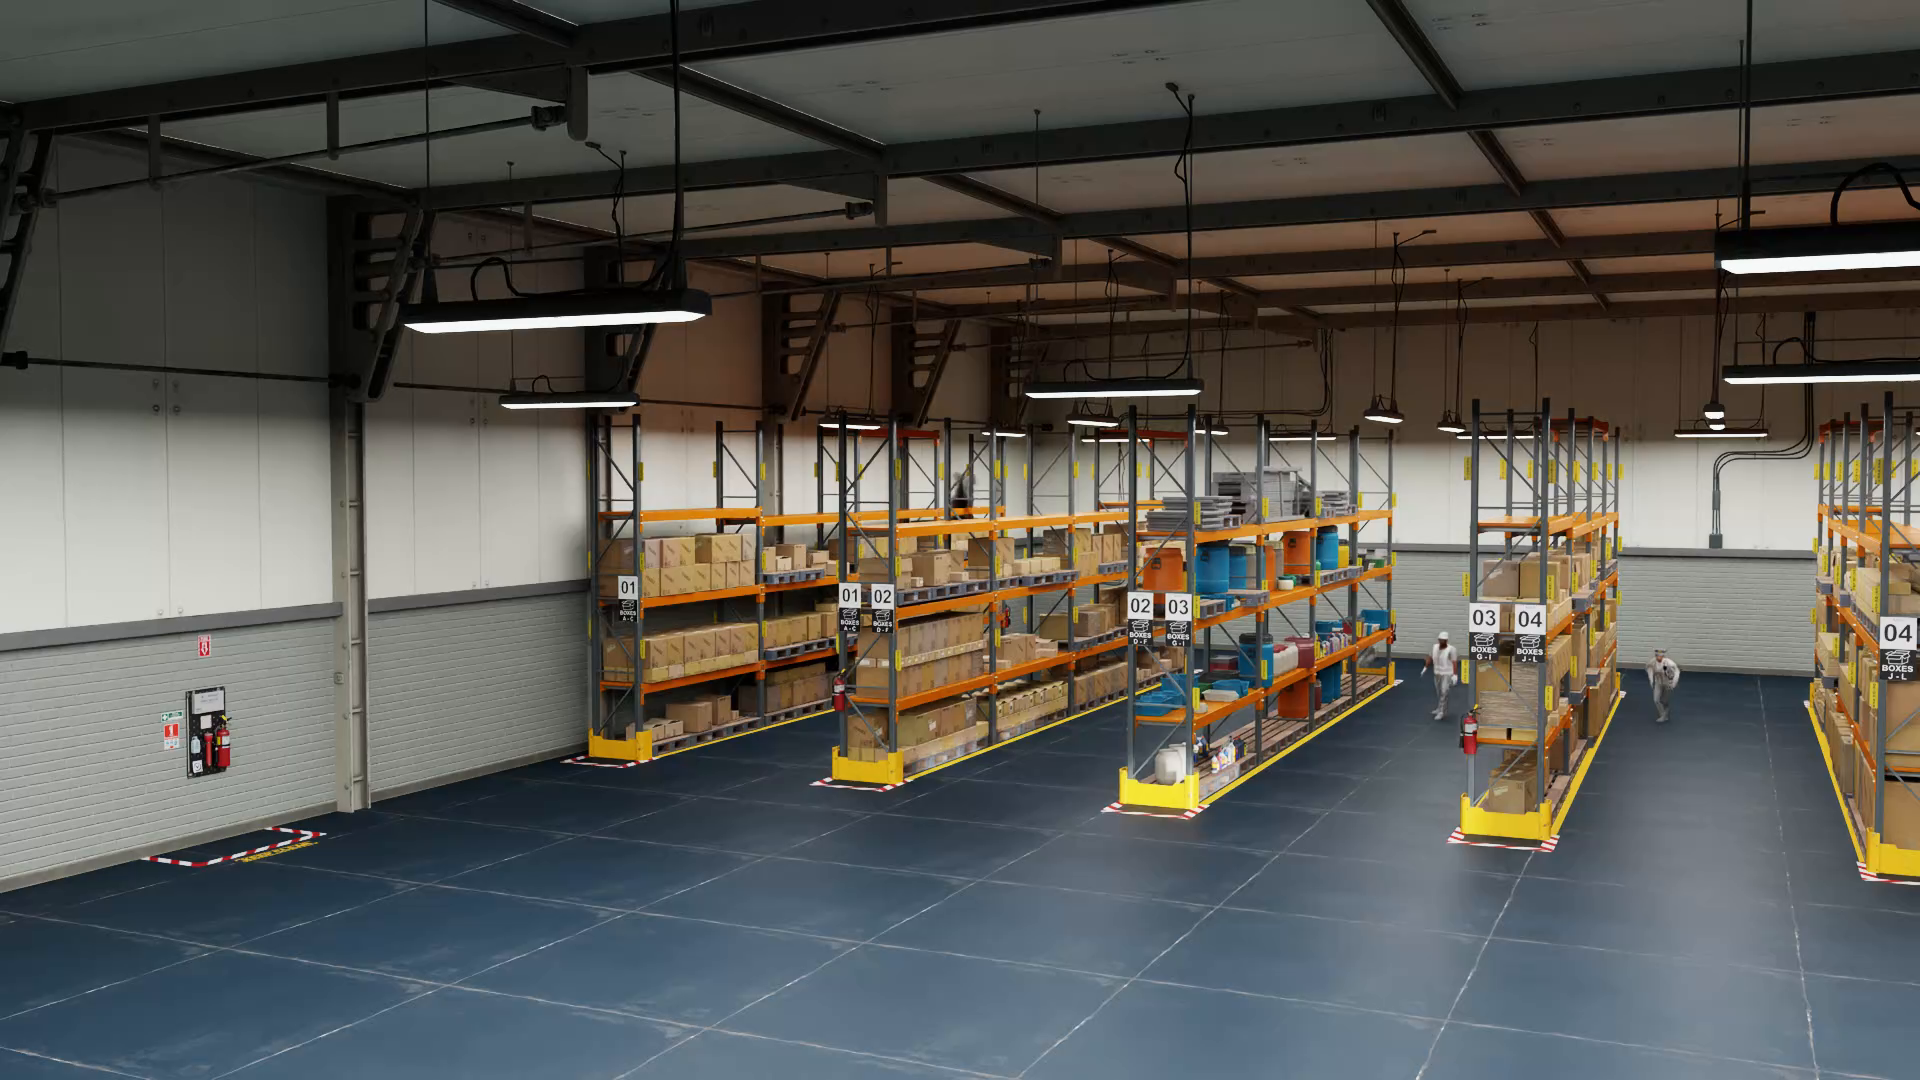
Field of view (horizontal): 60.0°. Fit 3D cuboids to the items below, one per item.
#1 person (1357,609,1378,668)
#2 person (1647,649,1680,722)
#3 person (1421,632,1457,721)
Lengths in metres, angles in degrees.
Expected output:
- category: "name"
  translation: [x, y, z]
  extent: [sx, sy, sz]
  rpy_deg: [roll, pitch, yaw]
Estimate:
- category: "person"
  translation: [9.943, 2.517, 40.602]
  extent: [0.527, 1.666, 0.570]
  rpy_deg: [1, 2, 14]
- category: "person"
  translation: [14.108, 2.892, 33.297]
  extent: [0.624, 1.490, 0.917]
  rpy_deg: [2, 3, 36]
- category: "person"
  translation: [9.766, 2.738, 33.801]
  extent: [0.771, 1.771, 0.745]
  rpy_deg: [-2, 3, -36]
